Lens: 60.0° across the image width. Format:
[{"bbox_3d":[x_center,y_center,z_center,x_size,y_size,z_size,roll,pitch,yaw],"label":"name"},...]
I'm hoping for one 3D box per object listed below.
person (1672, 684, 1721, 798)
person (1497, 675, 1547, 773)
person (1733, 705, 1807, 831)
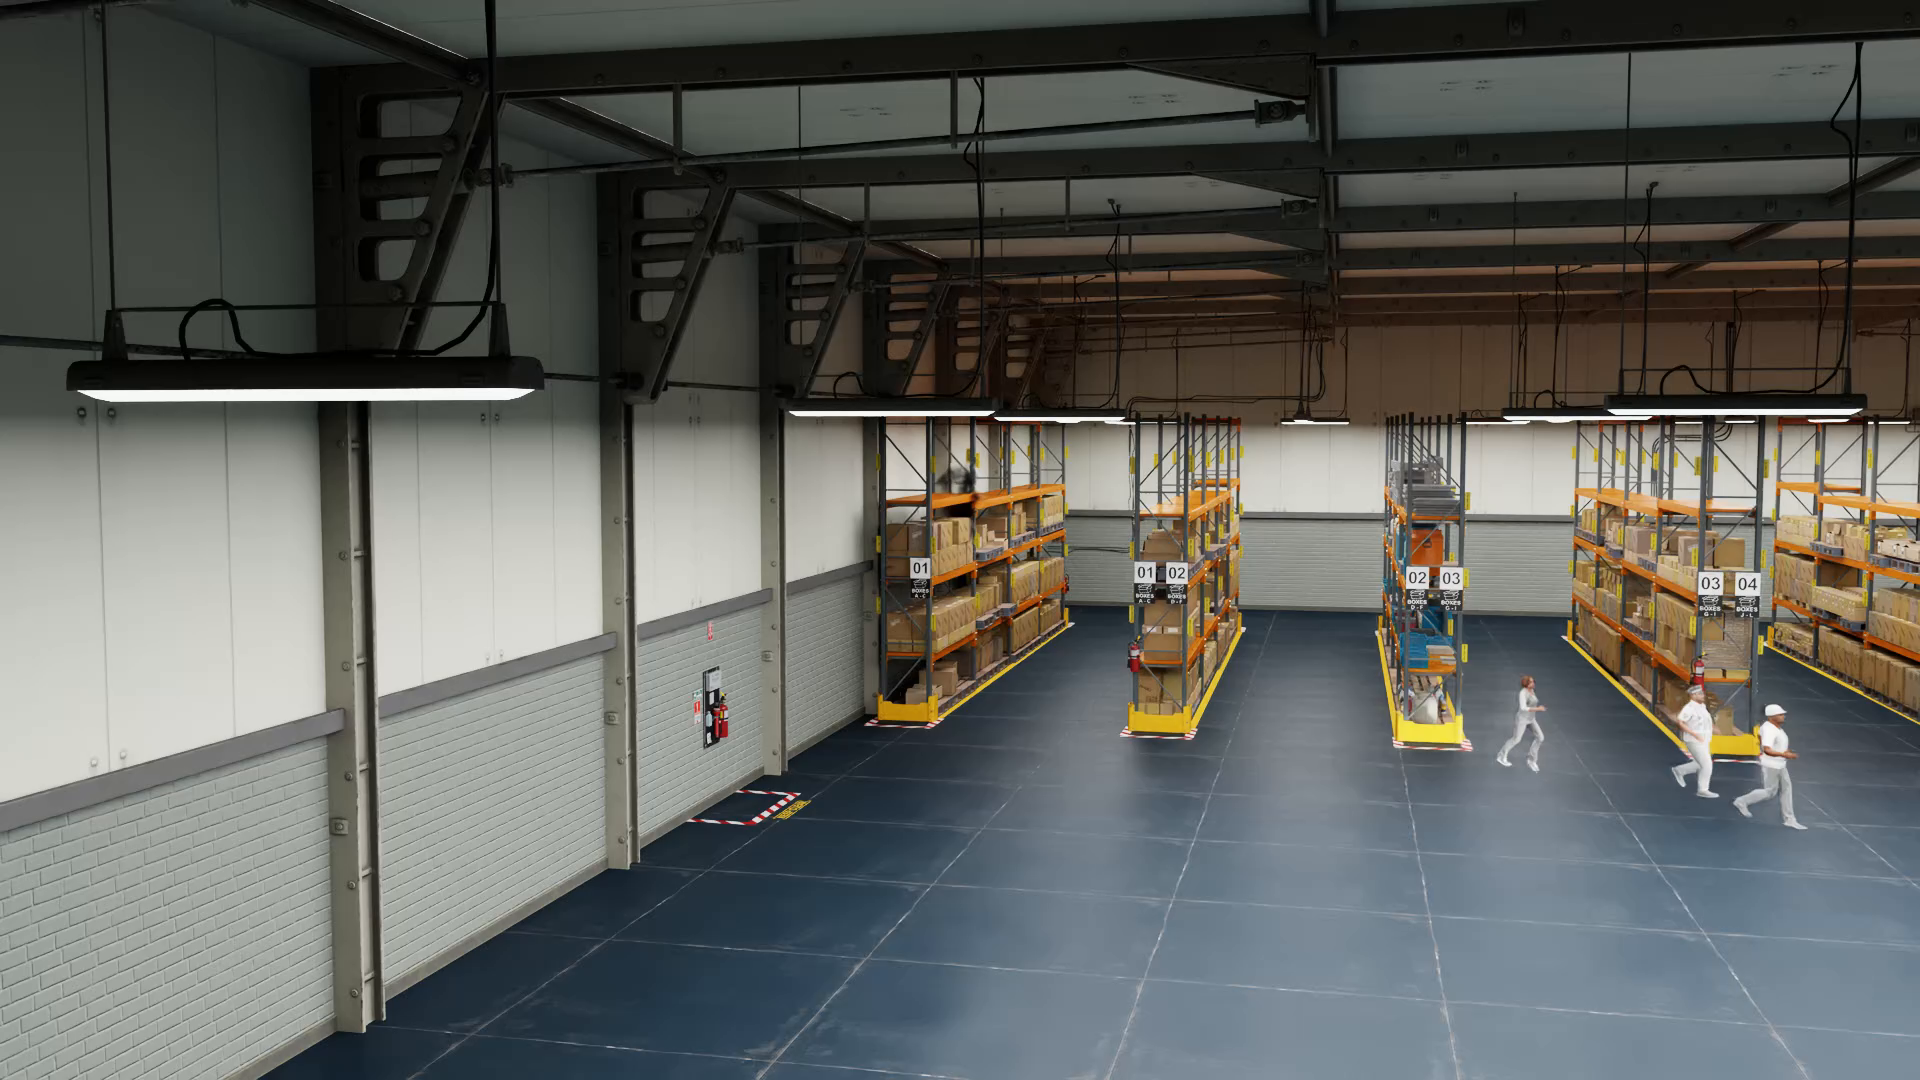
[{"bbox_3d":[11.432,3.103,25.854,0.672,1.735,0.775,-4,5,-44],"label":"person"},{"bbox_3d":[9.410,3.048,27.730,0.548,1.619,0.831,-4,5,-42],"label":"person"},{"bbox_3d":[11.606,3.230,23.770,0.963,1.772,0.700,3,5,36],"label":"person"}]
